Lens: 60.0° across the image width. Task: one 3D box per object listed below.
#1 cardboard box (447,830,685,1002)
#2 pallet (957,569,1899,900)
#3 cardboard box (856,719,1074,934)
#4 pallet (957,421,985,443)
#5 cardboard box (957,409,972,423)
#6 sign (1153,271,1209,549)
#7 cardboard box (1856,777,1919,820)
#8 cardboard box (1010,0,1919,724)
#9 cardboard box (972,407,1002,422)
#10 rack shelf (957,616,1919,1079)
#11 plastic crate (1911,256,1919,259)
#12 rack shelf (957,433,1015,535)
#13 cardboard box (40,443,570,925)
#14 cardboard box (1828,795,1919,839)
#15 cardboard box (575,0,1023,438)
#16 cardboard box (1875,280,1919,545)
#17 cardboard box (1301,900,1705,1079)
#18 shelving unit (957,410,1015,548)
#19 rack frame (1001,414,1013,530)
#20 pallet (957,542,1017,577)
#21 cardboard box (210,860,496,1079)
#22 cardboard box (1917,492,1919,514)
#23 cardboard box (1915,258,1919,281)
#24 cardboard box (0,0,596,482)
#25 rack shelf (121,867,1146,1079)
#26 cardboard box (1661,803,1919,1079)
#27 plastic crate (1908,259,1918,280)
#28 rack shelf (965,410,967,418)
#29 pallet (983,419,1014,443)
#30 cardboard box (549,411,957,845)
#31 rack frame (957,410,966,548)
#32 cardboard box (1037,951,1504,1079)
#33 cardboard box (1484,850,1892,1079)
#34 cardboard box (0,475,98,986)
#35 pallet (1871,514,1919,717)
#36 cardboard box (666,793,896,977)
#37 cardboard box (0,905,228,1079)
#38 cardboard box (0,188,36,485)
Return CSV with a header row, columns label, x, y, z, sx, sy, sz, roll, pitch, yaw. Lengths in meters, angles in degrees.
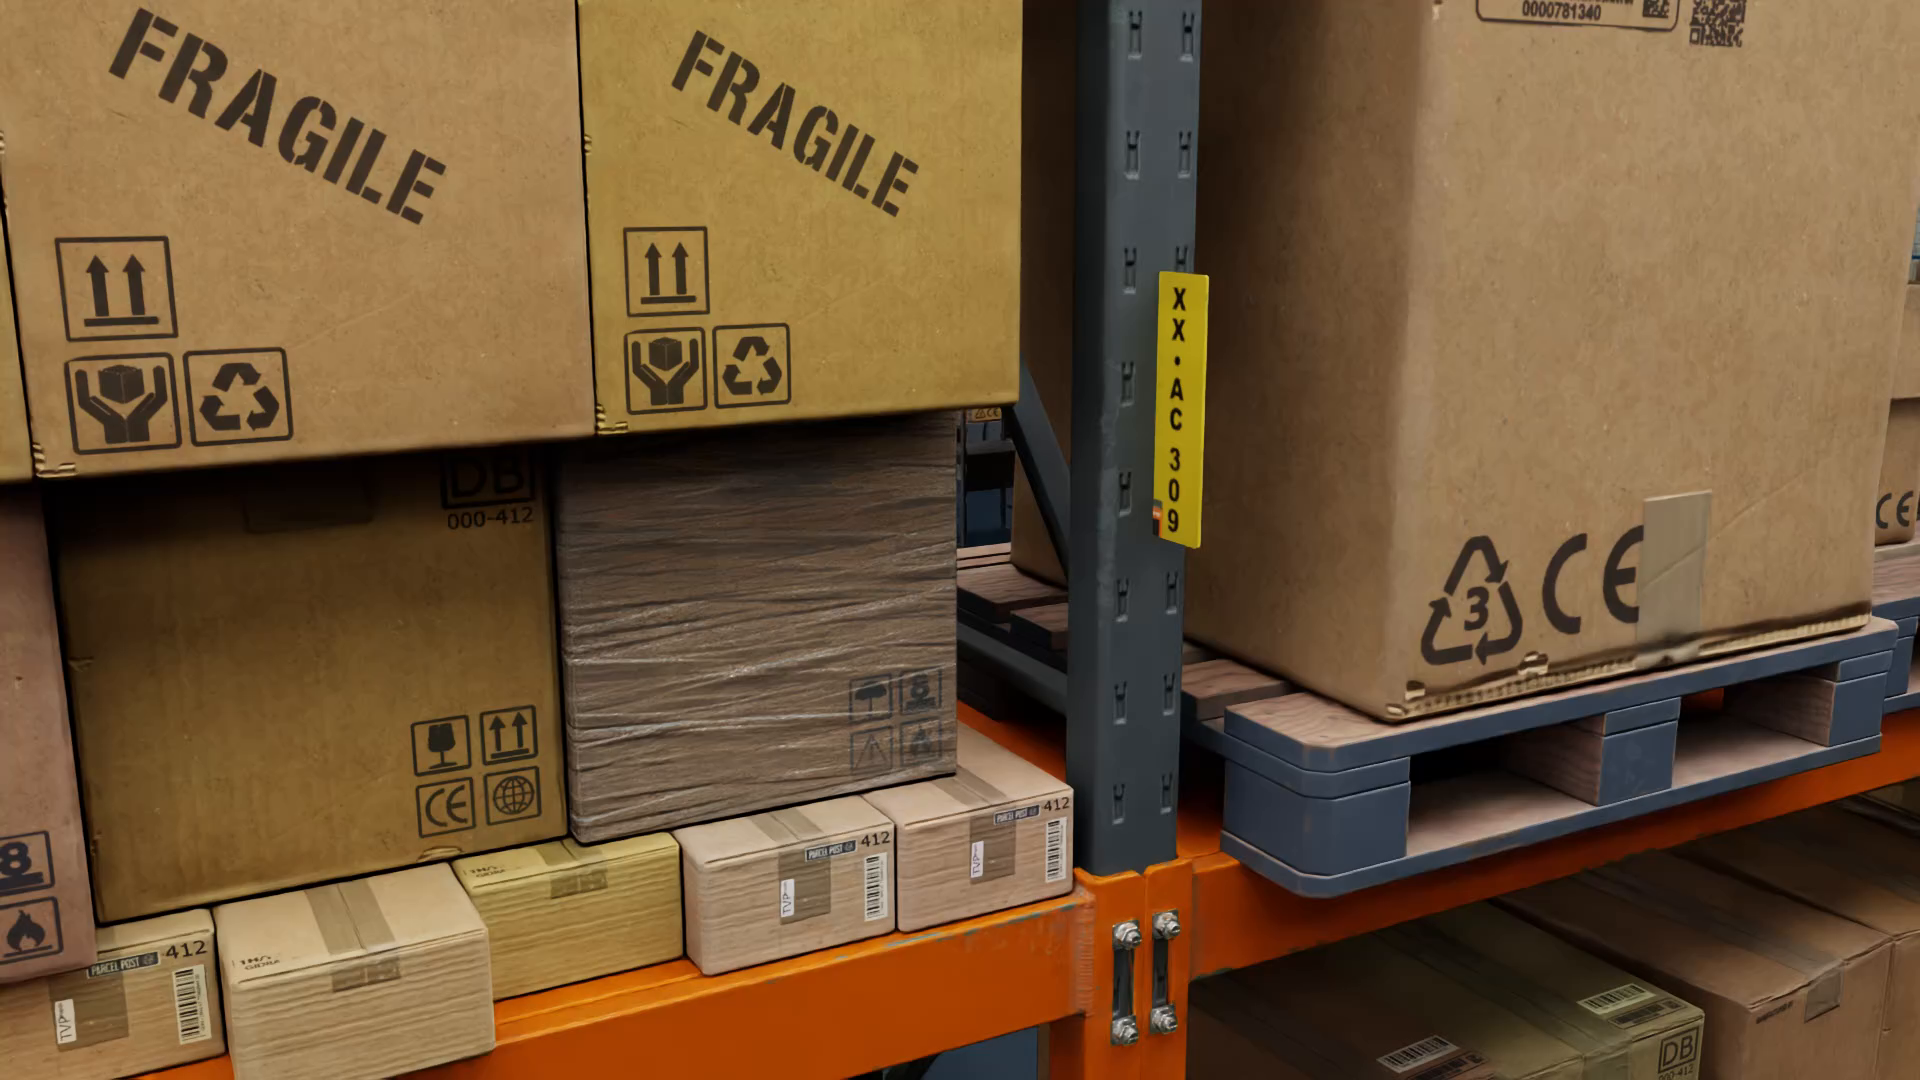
label,x,y,z,sx,sy,sz,roll,pitch,yaw
cardboard box,-0.524,0.402,2.062,0.250,0.149,0.380,-7,14,-28
pallet,0.737,0.203,2.814,1.213,0.211,1.003,-7,14,-28
cardboard box,-0.052,0.363,2.236,0.250,0.149,0.380,-7,14,-28
pallet,-0.563,-0.880,13.538,1.213,0.211,1.003,-7,14,-28
cardboard box,-0.243,-1.213,13.359,0.500,0.500,0.500,-7,15,-30
sign,0.263,-0.157,2.004,0.005,0.325,0.100,-7,14,-28
cardboard box,2.473,0.514,3.979,0.500,0.250,0.500,-5,14,-22
cardboard box,0.761,-0.393,2.700,1.000,1.000,1.000,-7,14,-27
cardboard box,0.200,-1.265,13.589,0.500,0.500,0.500,-7,14,-29
rack shelf,1.752,0.302,3.574,4.000,0.370,1.077,-7,14,-28
plastic crate,7.203,-1.971,12.282,0.300,0.233,0.416,-7,14,-28
rack shelf,0.145,-0.346,10.113,0.480,0.518,0.431,-7,14,-28
cardboard box,-0.884,0.049,2.156,0.500,0.500,0.875,-7,14,-28
cardboard box,2.448,0.881,4.056,0.500,0.500,0.700,-8,15,-33
cardboard box,-0.267,-0.420,1.961,0.500,0.500,0.500,-7,14,-28
cardboard box,1.473,-0.294,3.393,0.637,0.503,0.797,-5,14,-22
cardboard box,0.973,1.059,3.262,0.500,0.500,0.700,-7,14,-28
shelving unit,0.145,-1.042,9.956,0.503,2.100,0.431,-7,14,-28
rack frame,0.359,-1.067,10.070,0.015,2.100,0.400,-7,14,-28
pallet,0.435,0.220,8.649,1.213,0.211,1.003,-7,14,-28
cardboard box,-0.690,0.450,1.849,0.250,0.149,0.380,-7,14,-28
cardboard box,2.173,-0.171,3.388,0.258,0.266,0.396,-7,15,-29
cardboard box,2.610,-0.371,3.740,0.500,0.500,0.700,-5,13,-20
cardboard box,-0.705,-0.367,1.726,0.500,0.500,0.500,-7,14,-28
rack shelf,-1.759,0.723,1.705,4.000,0.370,1.077,-7,14,-28
cardboard box,1.953,0.941,3.785,0.500,0.500,0.700,-6,14,-23
plastic crate,6.073,-1.731,11.104,0.530,0.282,0.437,-7,14,-28
rack shelf,0.145,-1.028,9.959,0.480,0.518,0.431,-7,14,-28
pallet,0.507,-1.007,14.104,1.213,0.211,1.003,-7,14,-28
cardboard box,-0.429,0.003,2.360,0.500,0.500,0.875,-7,14,-28
rack frame,-0.069,-1.016,9.842,0.015,2.100,0.400,-7,14,-28
cardboard box,0.545,1.106,3.055,0.500,0.500,0.700,-8,15,-32
cardboard box,1.464,1.000,3.524,0.500,0.500,0.700,-8,15,-33
cardboard box,-1.275,0.121,1.836,0.500,0.500,0.875,-7,14,-28
pallet,1.789,0.050,3.491,1.213,0.211,1.003,-7,14,-28
cardboard box,-0.276,0.388,2.127,0.250,0.149,0.380,-7,14,-28
cardboard box,-0.973,0.451,1.846,0.250,0.149,0.380,-7,14,-28
cardboard box,-1.145,-0.315,1.493,0.500,0.500,0.500,-7,14,-28
